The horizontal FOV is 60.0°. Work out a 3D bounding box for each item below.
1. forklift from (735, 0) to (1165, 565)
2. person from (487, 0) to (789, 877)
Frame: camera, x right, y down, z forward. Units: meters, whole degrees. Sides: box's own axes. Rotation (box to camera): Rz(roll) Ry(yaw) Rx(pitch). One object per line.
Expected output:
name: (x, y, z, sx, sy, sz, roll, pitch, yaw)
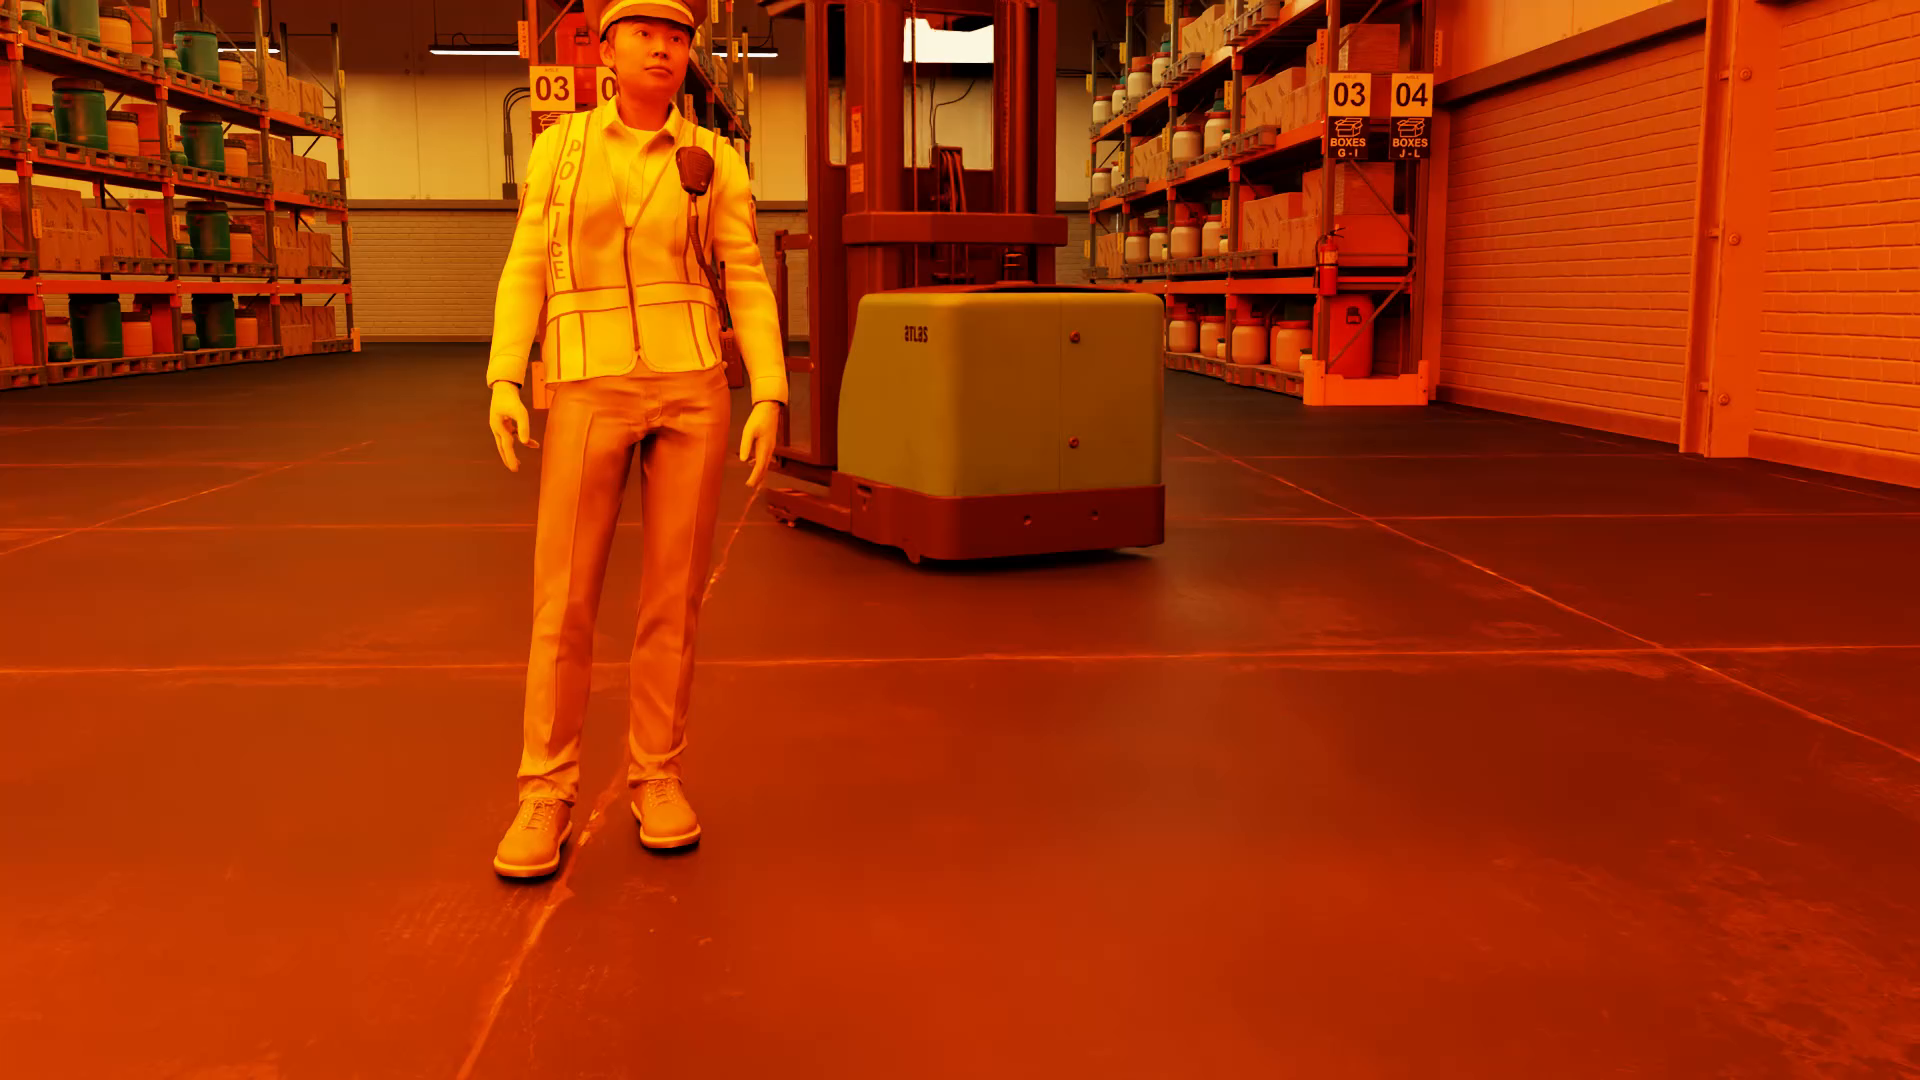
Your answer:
forklift: (-0.264, -1.530, 7.637, 1.130, 2.935, 3.031, -4, 9, -25)
person: (-0.620, -0.256, 3.215, 0.587, 1.694, 0.530, -2, 9, -12)
